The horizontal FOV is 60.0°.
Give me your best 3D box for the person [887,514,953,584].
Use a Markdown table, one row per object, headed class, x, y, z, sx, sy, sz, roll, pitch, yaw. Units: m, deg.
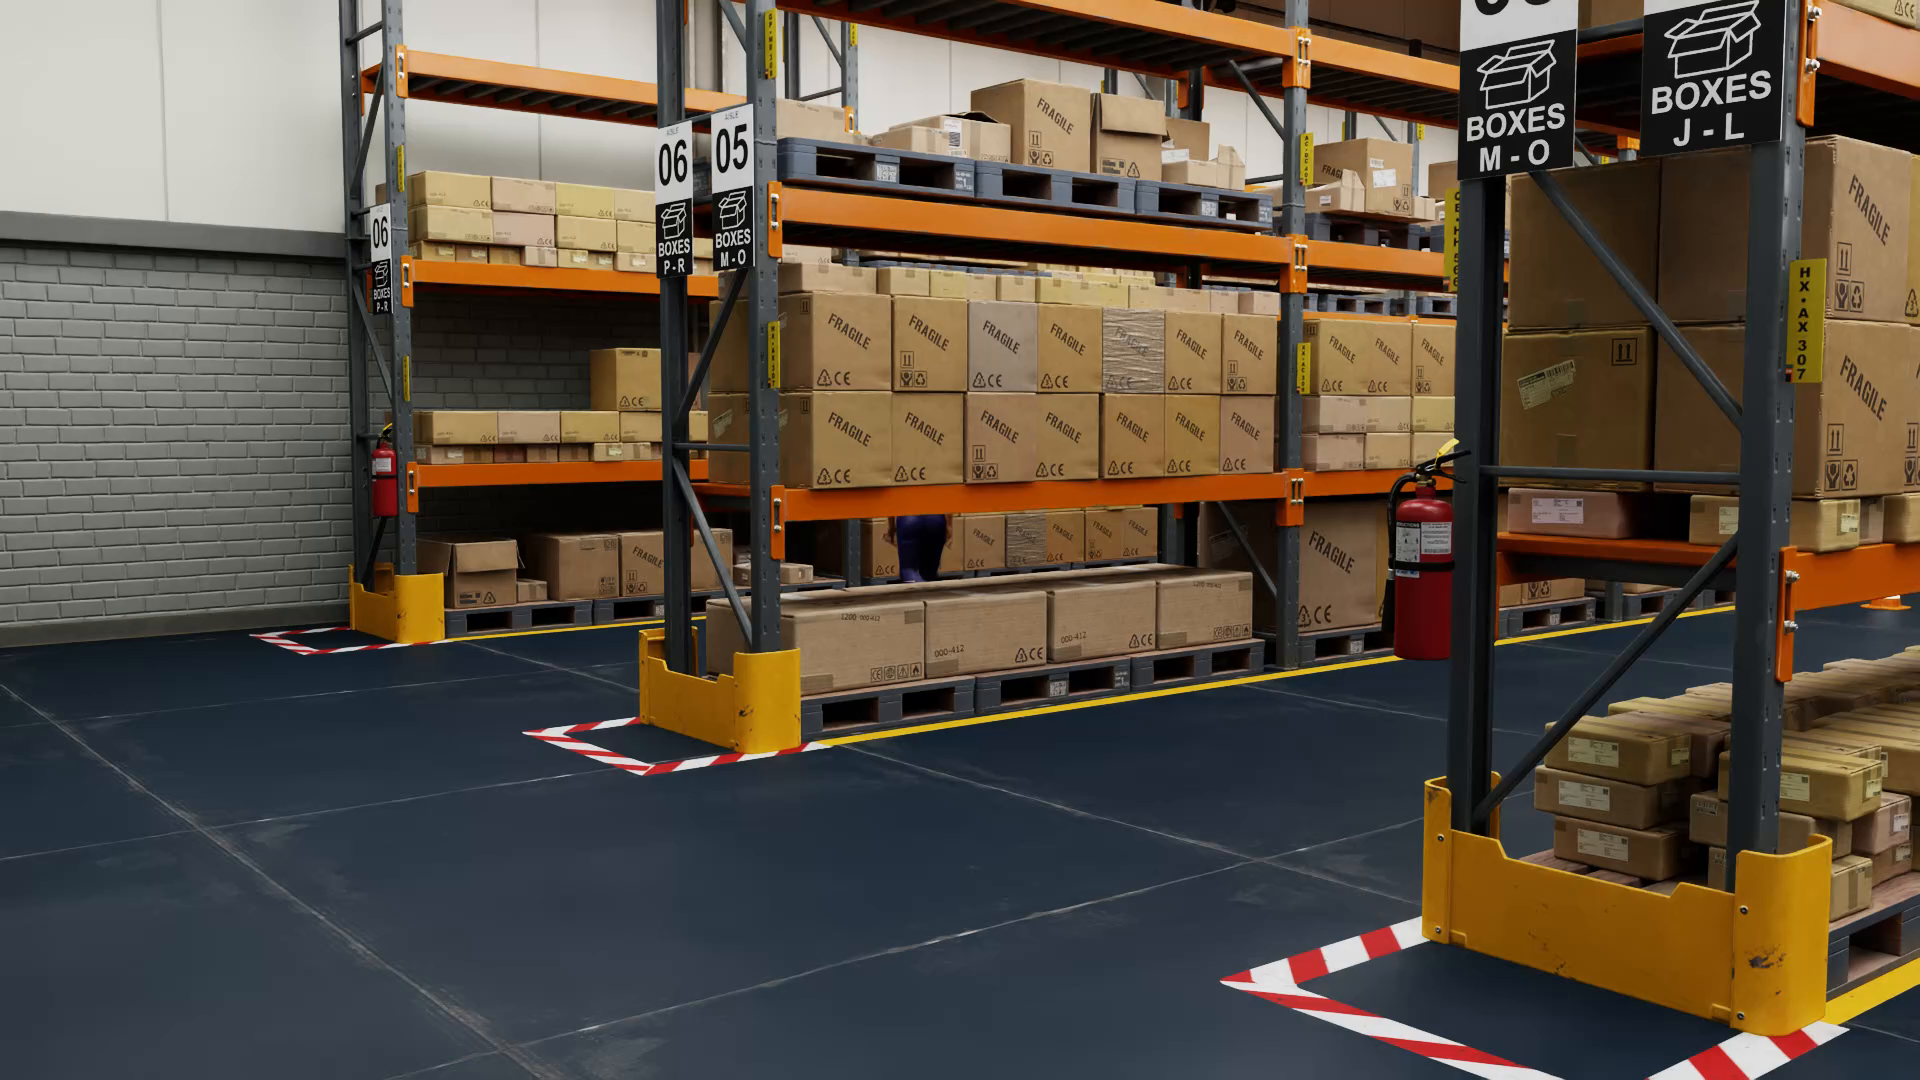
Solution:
| class | x | y | z | sx | sy | sz | roll | pitch | yaw |
| --- | --- | --- | --- | --- | --- | --- | --- | --- | --- |
| person | -0.309 | -0.114 | 12.817 | 0.488 | 1.613 | 0.858 | -1 | 4 | -11 |
